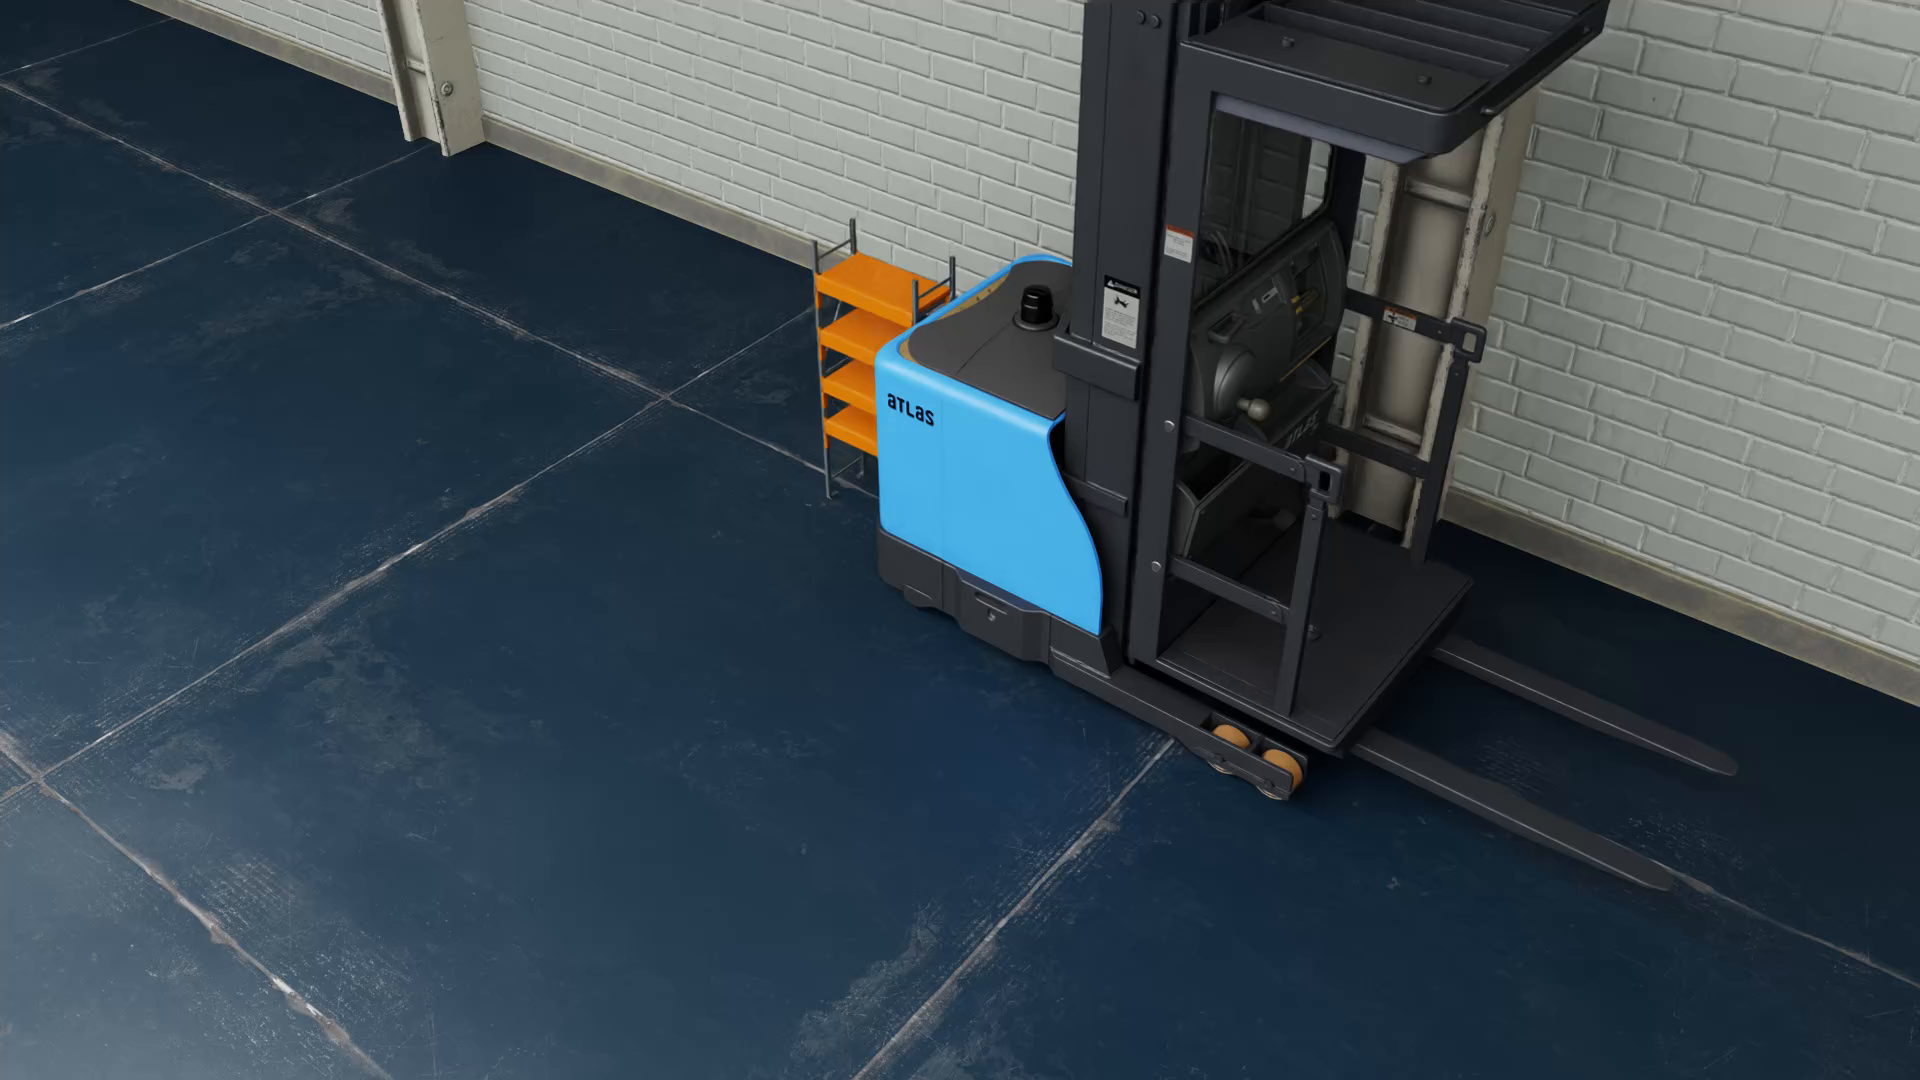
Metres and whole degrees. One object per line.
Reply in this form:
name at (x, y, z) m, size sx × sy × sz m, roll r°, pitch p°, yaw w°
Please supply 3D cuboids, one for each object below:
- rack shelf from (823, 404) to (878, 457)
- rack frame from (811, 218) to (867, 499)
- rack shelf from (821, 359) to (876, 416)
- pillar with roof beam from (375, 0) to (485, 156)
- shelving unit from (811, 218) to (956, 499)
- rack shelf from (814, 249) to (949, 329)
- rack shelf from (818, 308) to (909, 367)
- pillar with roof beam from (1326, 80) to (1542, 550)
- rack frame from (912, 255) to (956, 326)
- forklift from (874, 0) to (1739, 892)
rack shelf at (-0.287, -0.404, 6.724) m, size 0.480 × 0.148 × 0.258 m, roll 26°, pitch 45°, yaw 29°
rack frame at (-0.480, -0.705, 6.678) m, size 0.015 × 1.200 × 0.240 m, roll 26°, pitch 45°, yaw 29°
rack shelf at (-0.287, -0.560, 6.601) m, size 0.480 × 0.148 × 0.258 m, roll 26°, pitch 45°, yaw 29°
pillar with roof beam at (-5.624, -3.789, 4.290) m, size 0.400 × 9.000 × 9.100 m, roll 25°, pitch 45°, yaw 29°
shelving unit at (-0.287, -0.613, 6.560) m, size 0.503 × 1.200 × 0.258 m, roll 26°, pitch 45°, yaw 29°
rack shelf at (-0.287, -0.922, 6.317) m, size 0.480 × 0.148 × 0.258 m, roll 26°, pitch 45°, yaw 29°
rack shelf at (-0.287, -0.736, 6.463) m, size 0.480 × 0.148 × 0.258 m, roll 26°, pitch 45°, yaw 29°
pillar with roof beam at (-0.858, -1.542, 1.420) m, size 0.400 × 9.000 × 9.100 m, roll 25°, pitch 45°, yaw 29°
rack frame at (-0.095, -0.521, 6.442) m, size 0.015 × 1.200 × 0.240 m, roll 26°, pitch 45°, yaw 29°
forklift at (1.155, -0.650, 5.203) m, size 3.031 × 2.935 × 1.130 m, roll 26°, pitch 45°, yaw 29°
